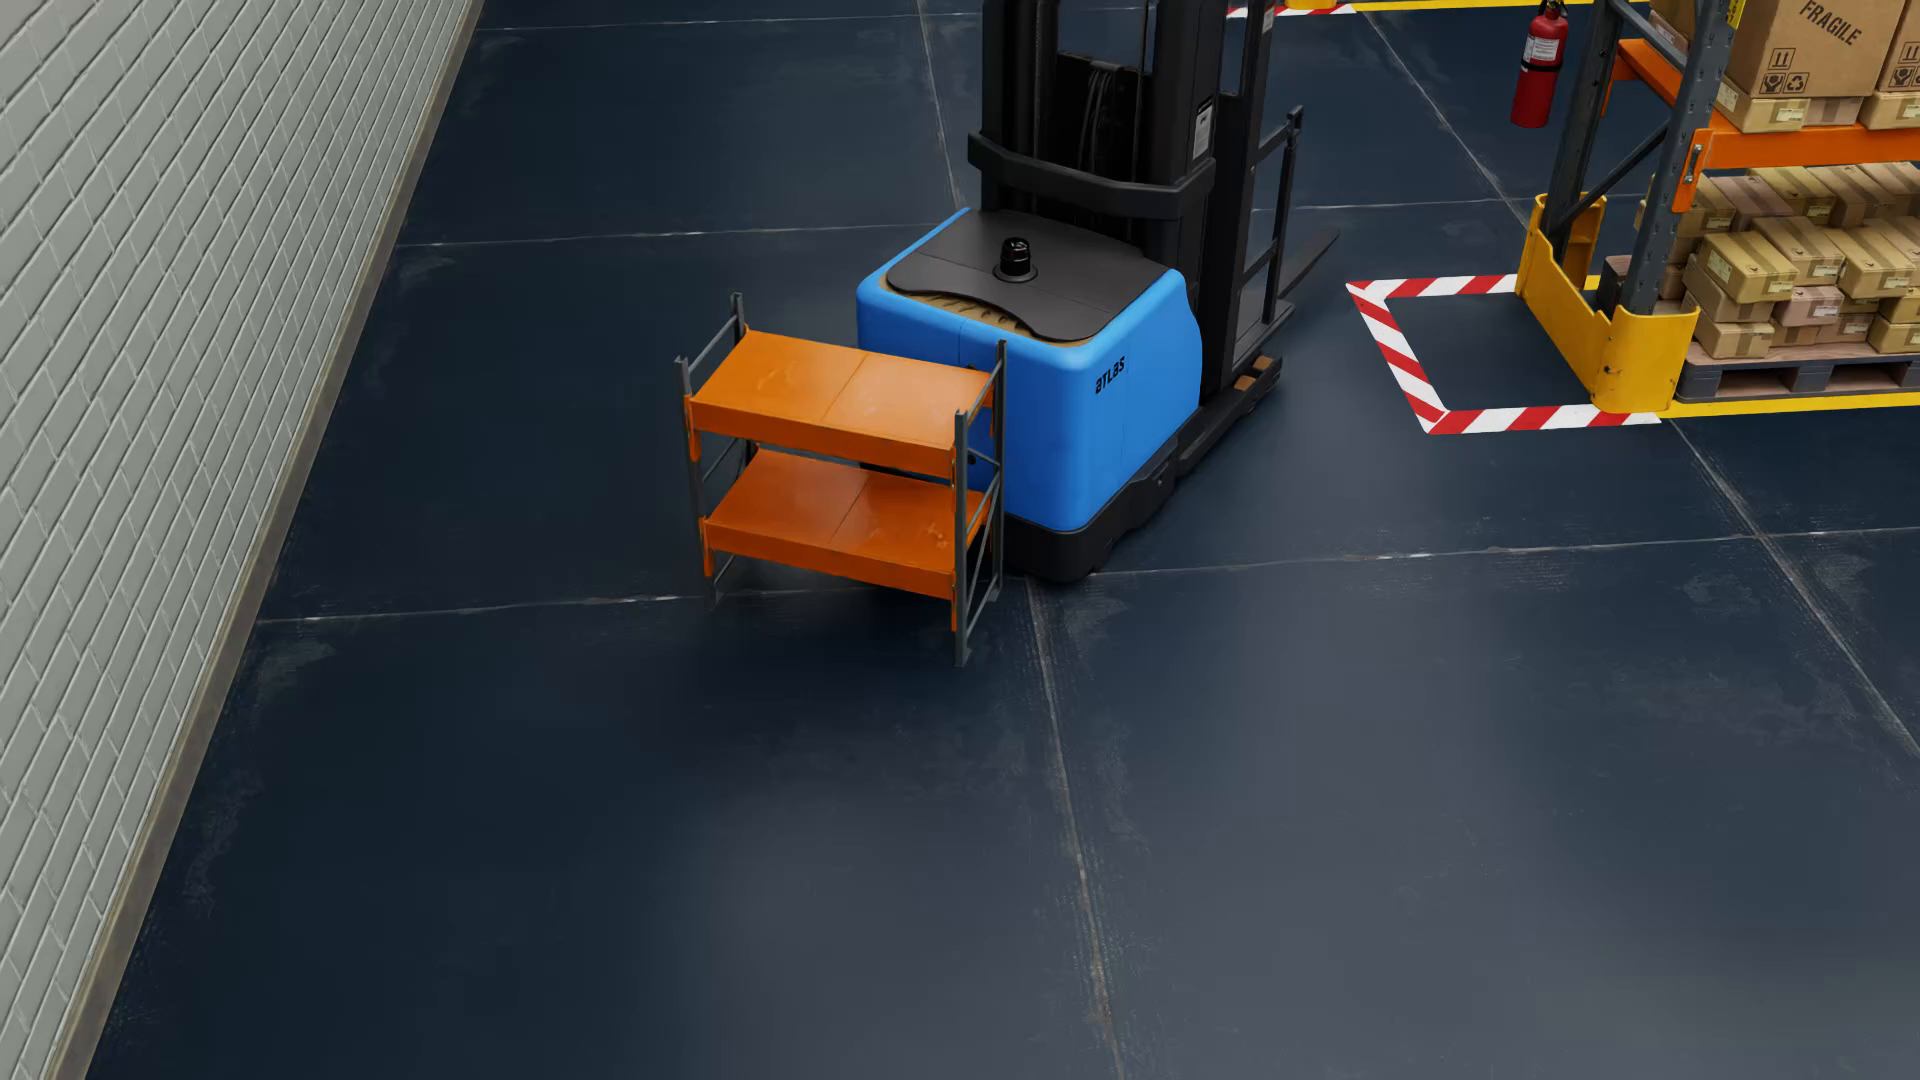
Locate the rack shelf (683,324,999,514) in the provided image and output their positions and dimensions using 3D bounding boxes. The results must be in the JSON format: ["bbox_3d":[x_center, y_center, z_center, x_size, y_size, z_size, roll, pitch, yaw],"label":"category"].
[{"bbox_3d":[-0.408,-0.445,5.934,1.000,0.278,0.538,12,40,14],"label":"rack shelf"}]

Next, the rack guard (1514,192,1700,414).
[{"bbox_3d":[2.996,-1.130,7.778,0.348,0.500,1.175,-3,38,-4],"label":"rack guard"}]

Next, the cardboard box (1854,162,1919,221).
[{"bbox_3d":[4.453,-1.666,7.923,0.250,0.149,0.380,-2,38,-2],"label":"cardboard box"}]

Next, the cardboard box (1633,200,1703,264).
[{"bbox_3d":[3.421,-1.474,7.919,0.250,0.149,0.380,-4,38,-5],"label":"cardboard box"}]

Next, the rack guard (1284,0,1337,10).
[{"bbox_3d":[2.357,-4.173,11.635,0.348,0.500,1.175,-3,38,-4],"label":"rack guard"}]

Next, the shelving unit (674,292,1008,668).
[{"bbox_3d":[-0.408,-0.216,6.115,1.048,1.125,0.538,12,40,14],"label":"shelving unit"}]

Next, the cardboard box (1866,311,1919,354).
[{"bbox_3d":[4.235,-1.013,7.574,0.250,0.149,0.380,-3,38,-3],"label":"cardboard box"}]

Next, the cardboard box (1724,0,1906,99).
[{"bbox_3d":[3.392,-2.117,6.690,0.500,0.500,0.500,-1,38,-2],"label":"cardboard box"}]

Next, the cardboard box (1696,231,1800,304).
[{"bbox_3d":[3.472,-1.205,7.338,0.250,0.149,0.380,-5,39,-6],"label":"cardboard box"}]

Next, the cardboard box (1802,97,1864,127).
[{"bbox_3d":[3.522,-1.863,6.892,0.250,0.149,0.380,-2,38,-2],"label":"cardboard box"}]

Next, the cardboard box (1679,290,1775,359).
[{"bbox_3d":[3.471,-0.984,7.537,0.250,0.149,0.380,-2,38,-3],"label":"cardboard box"}]

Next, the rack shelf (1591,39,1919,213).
[{"bbox_3d":[4.912,-1.934,7.360,4.000,0.370,1.077,-3,38,-4],"label":"rack shelf"}]

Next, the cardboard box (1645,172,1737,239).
[{"bbox_3d":[3.425,-1.571,7.802,0.250,0.149,0.380,-3,38,-3],"label":"cardboard box"}]

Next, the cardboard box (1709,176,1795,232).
[{"bbox_3d":[3.681,-1.550,7.775,0.250,0.149,0.380,-2,38,-3],"label":"cardboard box"}]

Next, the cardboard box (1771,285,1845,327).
[{"bbox_3d":[3.743,-1.120,7.470,0.250,0.149,0.380,-3,38,-4],"label":"cardboard box"}]

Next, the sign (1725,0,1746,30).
[{"bbox_3d":[2.969,-2.112,6.306,0.005,0.325,0.100,-3,38,-4],"label":"sign"}]

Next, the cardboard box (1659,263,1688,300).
[{"bbox_3d":[3.426,-1.310,7.951,0.250,0.149,0.380,-3,38,-3],"label":"cardboard box"}]

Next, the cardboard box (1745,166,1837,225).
[{"bbox_3d":[3.927,-1.642,7.892,0.250,0.149,0.380,-4,38,-5],"label":"cardboard box"}]

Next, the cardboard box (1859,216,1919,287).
[{"bbox_3d":[4.238,-1.294,7.450,0.250,0.149,0.380,-5,39,-6],"label":"cardboard box"}]

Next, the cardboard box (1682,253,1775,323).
[{"bbox_3d":[3.465,-1.139,7.495,0.250,0.149,0.380,-2,38,-2],"label":"cardboard box"}]

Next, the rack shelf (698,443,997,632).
[{"bbox_3d":[-0.408,-0.024,6.267,1.000,0.278,0.538,12,40,14],"label":"rack shelf"}]

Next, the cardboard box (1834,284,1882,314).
[{"bbox_3d":[3.979,-1.188,7.556,0.250,0.149,0.380,-3,38,-3],"label":"cardboard box"}]

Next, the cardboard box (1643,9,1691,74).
[{"bbox_3d":[3.220,-2.200,7.320,0.250,0.149,0.380,-3,38,-4],"label":"cardboard box"}]

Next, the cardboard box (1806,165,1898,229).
[{"bbox_3d":[4.191,-1.617,7.860,0.250,0.149,0.380,-5,39,-6],"label":"cardboard box"}]

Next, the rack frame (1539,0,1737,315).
[{"bbox_3d":[2.920,-2.107,6.998,0.127,3.000,1.000,-3,38,-4],"label":"rack frame"}]

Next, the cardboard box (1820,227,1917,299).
[{"bbox_3d":[3.999,-1.229,7.368,0.250,0.149,0.380,-3,38,-4],"label":"cardboard box"}]

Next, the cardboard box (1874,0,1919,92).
[{"bbox_3d":[3.923,-2.162,6.748,0.500,0.500,0.500,-3,38,-4],"label":"cardboard box"}]

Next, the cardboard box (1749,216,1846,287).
[{"bbox_3d":[3.736,-1.294,7.451,0.250,0.149,0.380,-2,38,-3],"label":"cardboard box"}]

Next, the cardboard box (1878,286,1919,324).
[{"bbox_3d":[4.244,-1.135,7.489,0.250,0.149,0.380,-2,38,-3],"label":"cardboard box"}]

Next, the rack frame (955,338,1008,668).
[{"bbox_3d":[0.075,-0.116,5.989,0.032,1.125,0.500,12,40,14],"label":"rack frame"}]

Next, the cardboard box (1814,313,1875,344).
[{"bbox_3d":[3.971,-1.066,7.642,0.250,0.149,0.380,-3,38,-3],"label":"cardboard box"}]

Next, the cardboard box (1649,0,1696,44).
[{"bbox_3d":[3.345,-2.446,7.108,0.500,0.500,0.500,-2,38,-3],"label":"cardboard box"}]

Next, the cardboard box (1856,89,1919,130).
[{"bbox_3d":[3.795,-1.845,6.869,0.250,0.149,0.380,-4,38,-5],"label":"cardboard box"}]

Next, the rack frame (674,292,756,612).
[{"bbox_3d":[-0.890,-0.315,6.241,0.032,1.125,0.500,12,40,14],"label":"rack frame"}]

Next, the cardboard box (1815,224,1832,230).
[{"bbox_3d":[3.938,-1.504,7.957,0.250,0.149,0.380,-5,39,-6],"label":"cardboard box"}]

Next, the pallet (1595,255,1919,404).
[{"bbox_3d":[3.808,-1.039,7.896,1.213,0.211,1.003,-3,38,-4],"label":"pallet"}]

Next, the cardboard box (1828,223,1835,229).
[{"bbox_3d":[4.215,-1.455,7.895,0.250,0.149,0.380,-4,38,-5],"label":"cardboard box"}]

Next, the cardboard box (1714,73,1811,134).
[{"bbox_3d":[3.272,-1.824,6.842,0.250,0.149,0.380,-3,38,-4],"label":"cardboard box"}]

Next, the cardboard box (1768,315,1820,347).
[{"bbox_3d":[3.724,-1.048,7.620,0.250,0.149,0.380,-3,38,-4],"label":"cardboard box"}]

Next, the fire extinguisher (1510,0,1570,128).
[{"bbox_3d":[2.629,-2.201,7.481,0.183,0.674,0.296,-3,38,-4],"label":"fire extinguisher"}]

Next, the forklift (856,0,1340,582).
[{"bbox_3d":[0.812,-1.868,6.751,1.130,2.935,3.031,22,43,25],"label":"forklift"}]
